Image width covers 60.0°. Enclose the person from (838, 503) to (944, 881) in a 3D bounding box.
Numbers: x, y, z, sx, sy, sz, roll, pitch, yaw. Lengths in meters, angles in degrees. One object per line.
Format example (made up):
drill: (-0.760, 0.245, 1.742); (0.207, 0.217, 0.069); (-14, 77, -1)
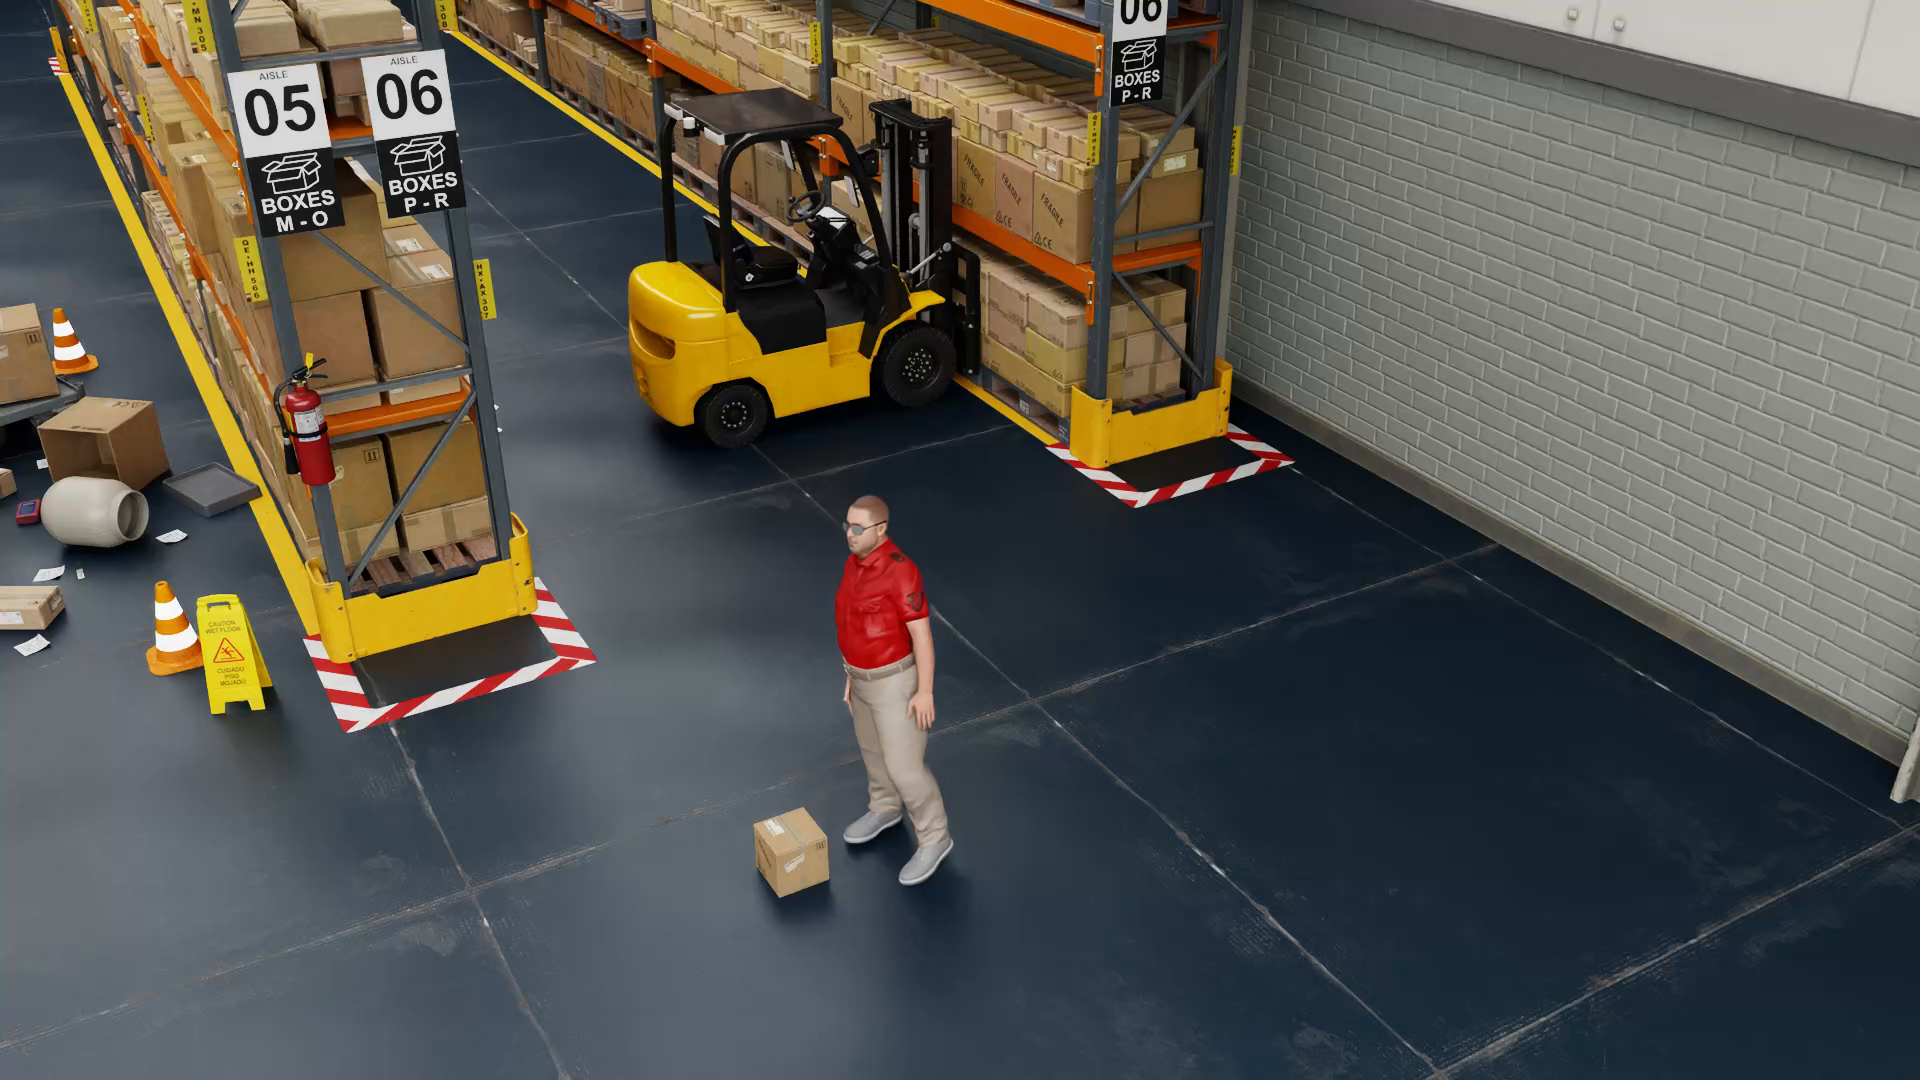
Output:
person: (-0.333, 0.652, 7.394); (0.368, 1.733, 0.595); (-15, 32, -25)
